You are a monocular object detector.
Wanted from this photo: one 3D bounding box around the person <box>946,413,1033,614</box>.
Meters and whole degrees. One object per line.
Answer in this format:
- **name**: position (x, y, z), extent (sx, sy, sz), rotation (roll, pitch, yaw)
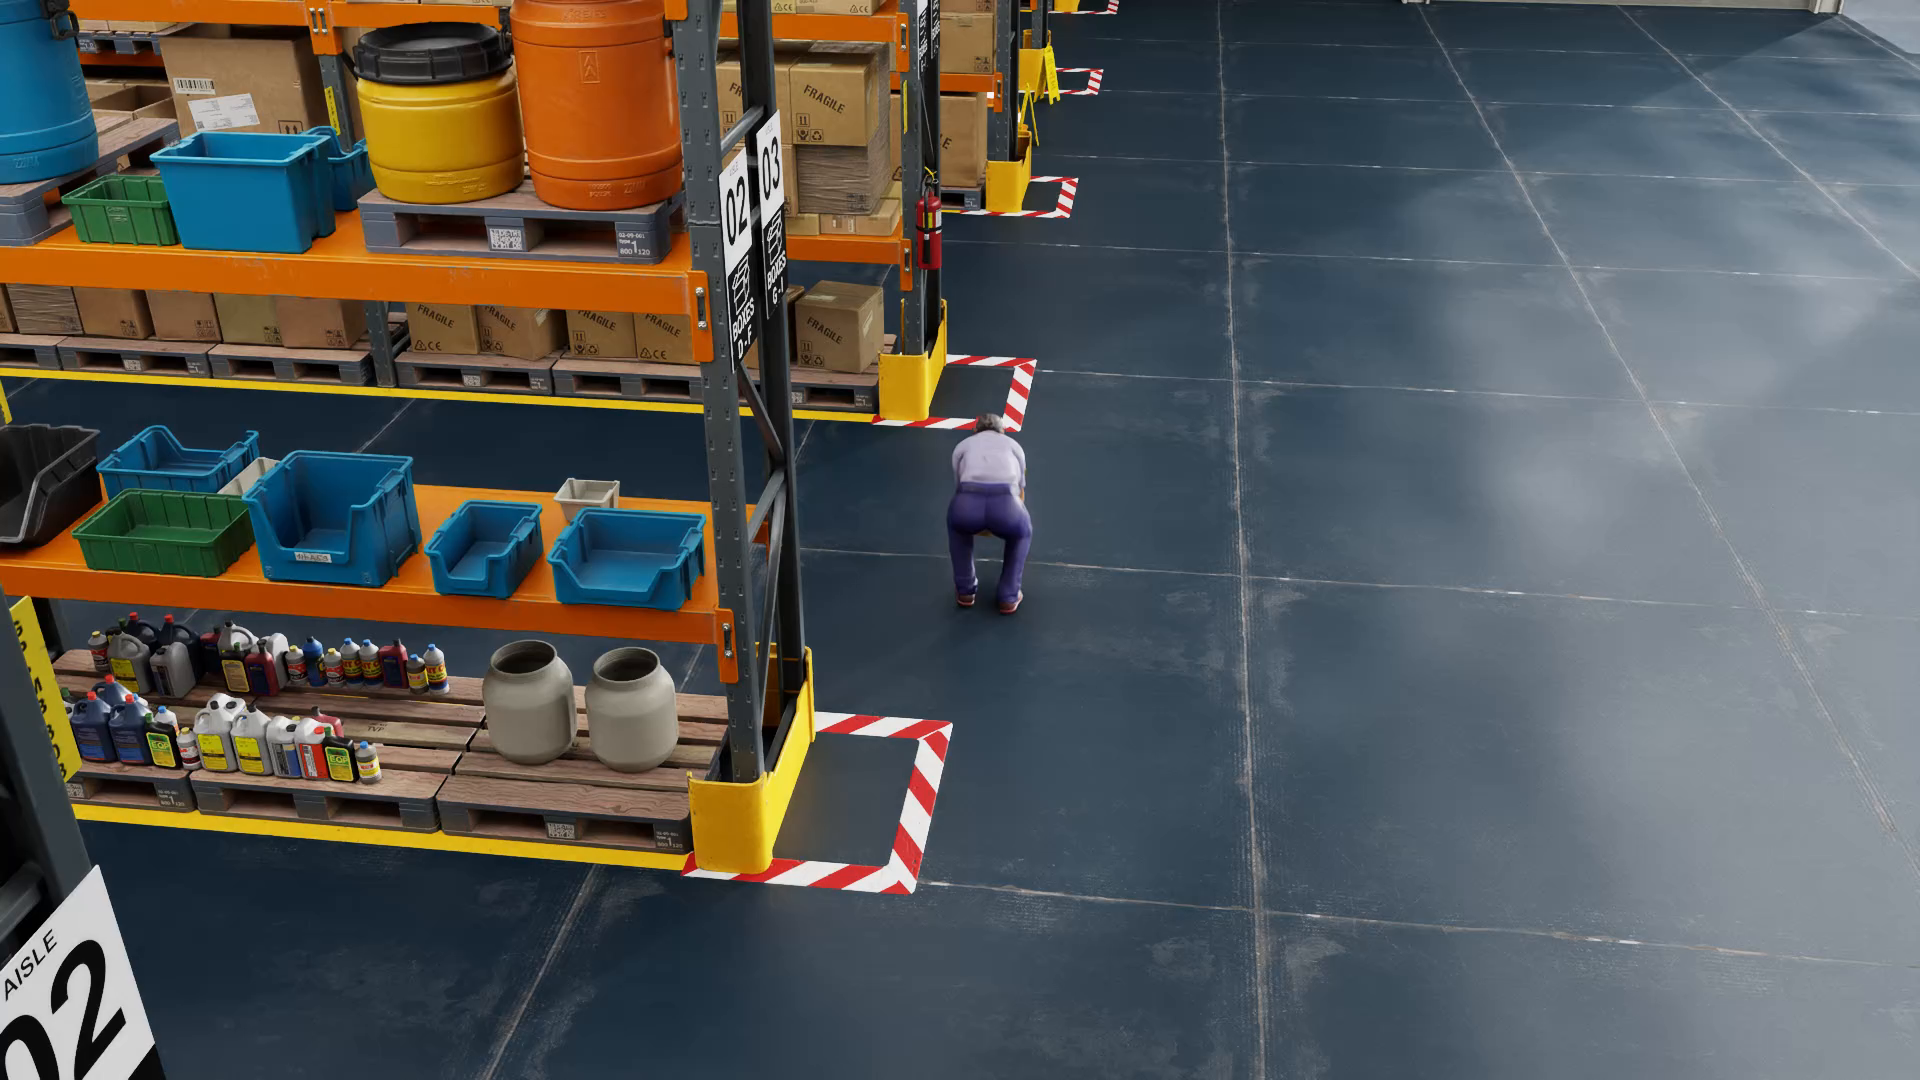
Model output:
- **person**: position (0.170, -0.140, 9.593), extent (0.504, 0.985, 0.892), rotation (2, 29, 4)
